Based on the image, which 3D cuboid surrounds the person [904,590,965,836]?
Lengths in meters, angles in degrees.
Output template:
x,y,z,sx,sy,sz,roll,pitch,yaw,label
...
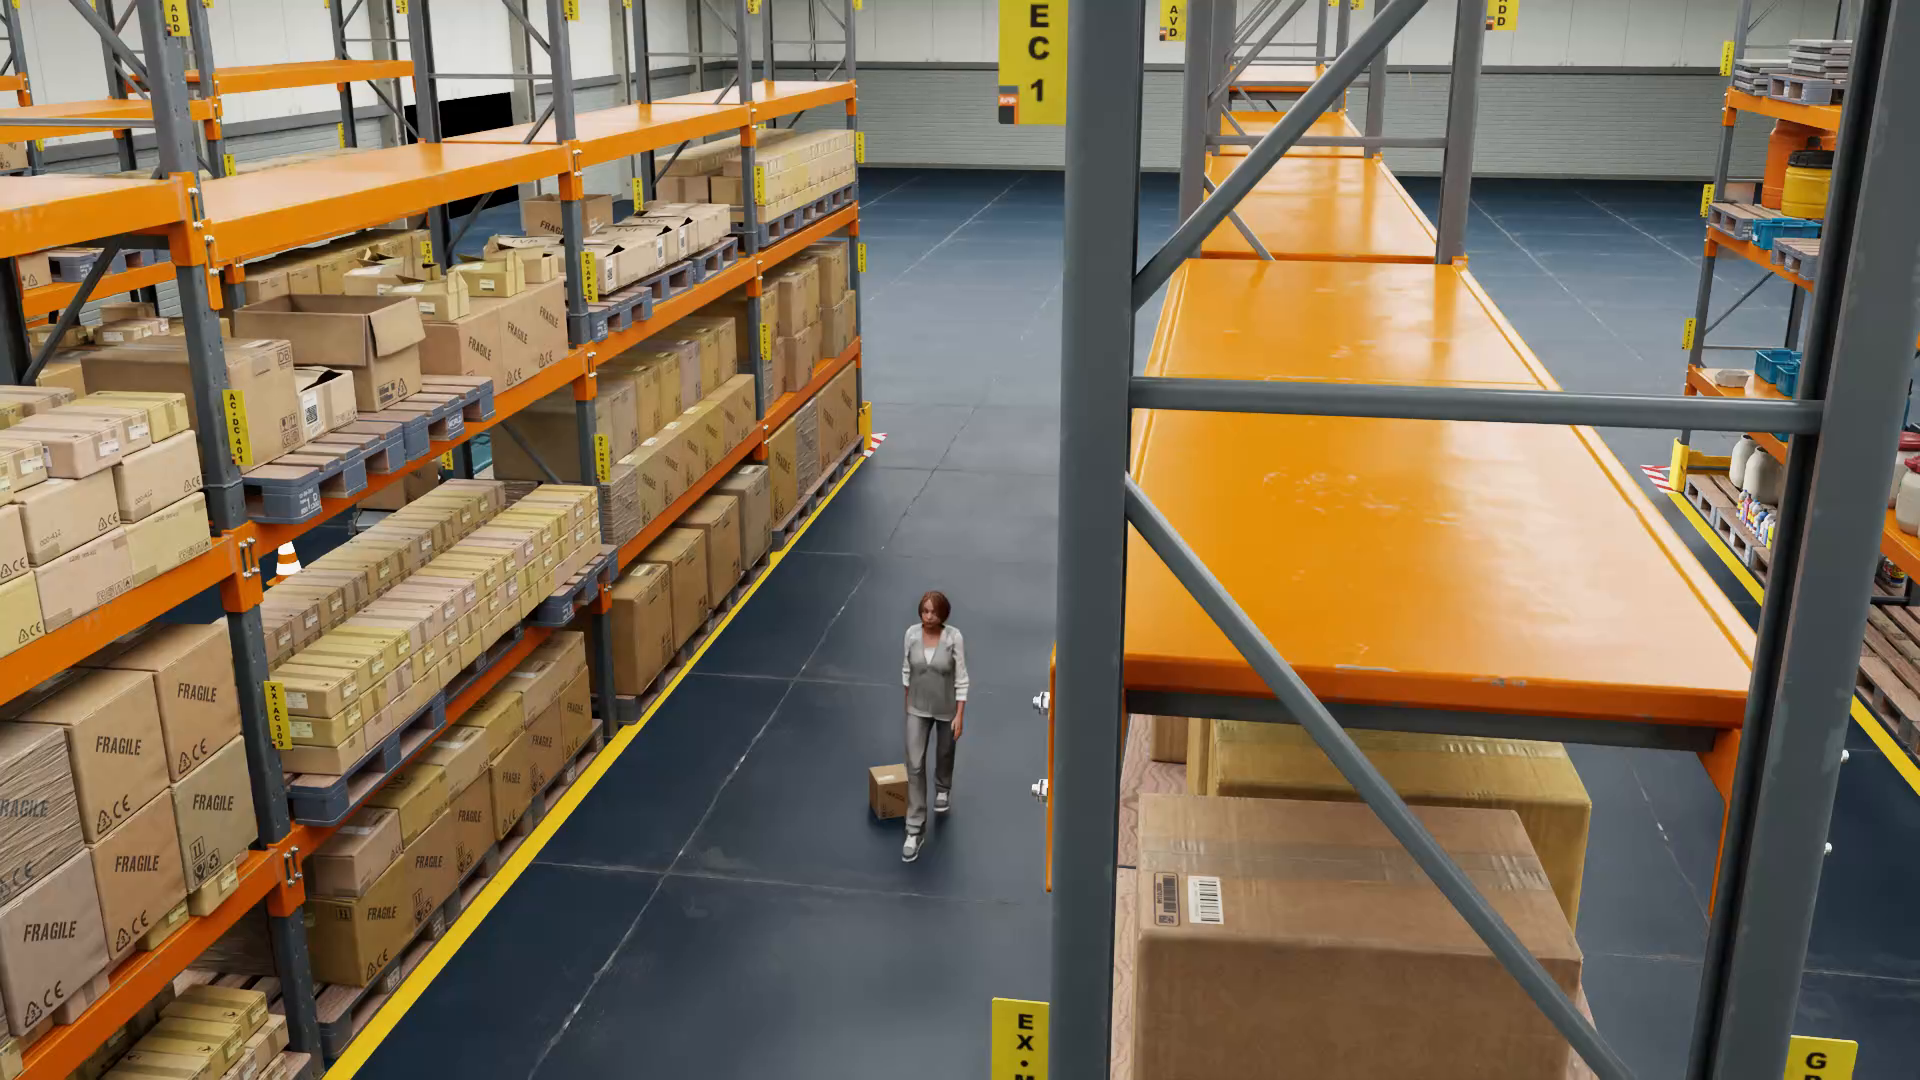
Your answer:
x,y,z,sx,sy,sz,roll,pitch,yaw,label
-0.155,1.010,10.235,0.401,1.478,0.754,1,18,3,person
